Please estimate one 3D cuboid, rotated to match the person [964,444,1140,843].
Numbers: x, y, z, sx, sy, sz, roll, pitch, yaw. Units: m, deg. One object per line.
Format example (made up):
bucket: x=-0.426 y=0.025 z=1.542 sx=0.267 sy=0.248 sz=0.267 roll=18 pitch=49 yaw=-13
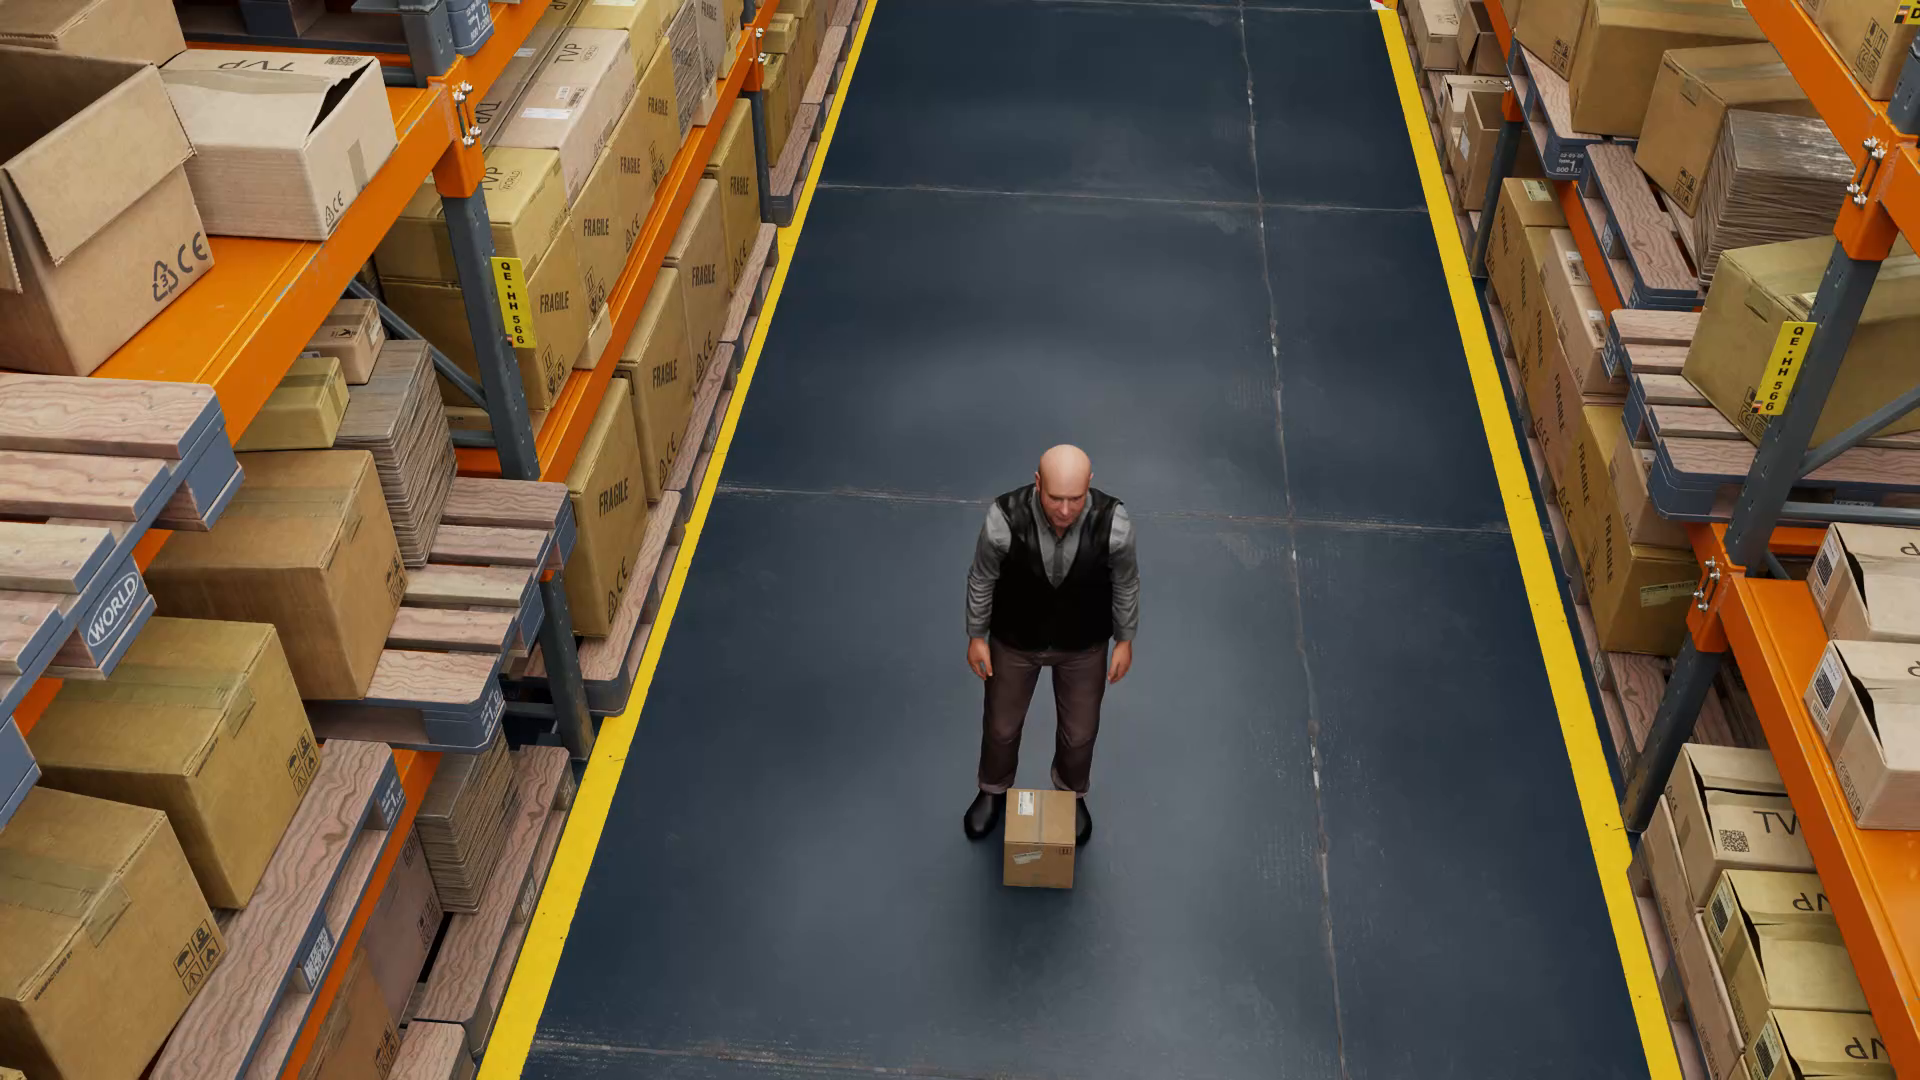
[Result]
person: x=0.313 y=0.338 z=5.768 sx=0.592 sy=1.722 sz=0.415 roll=2 pitch=40 yaw=2
